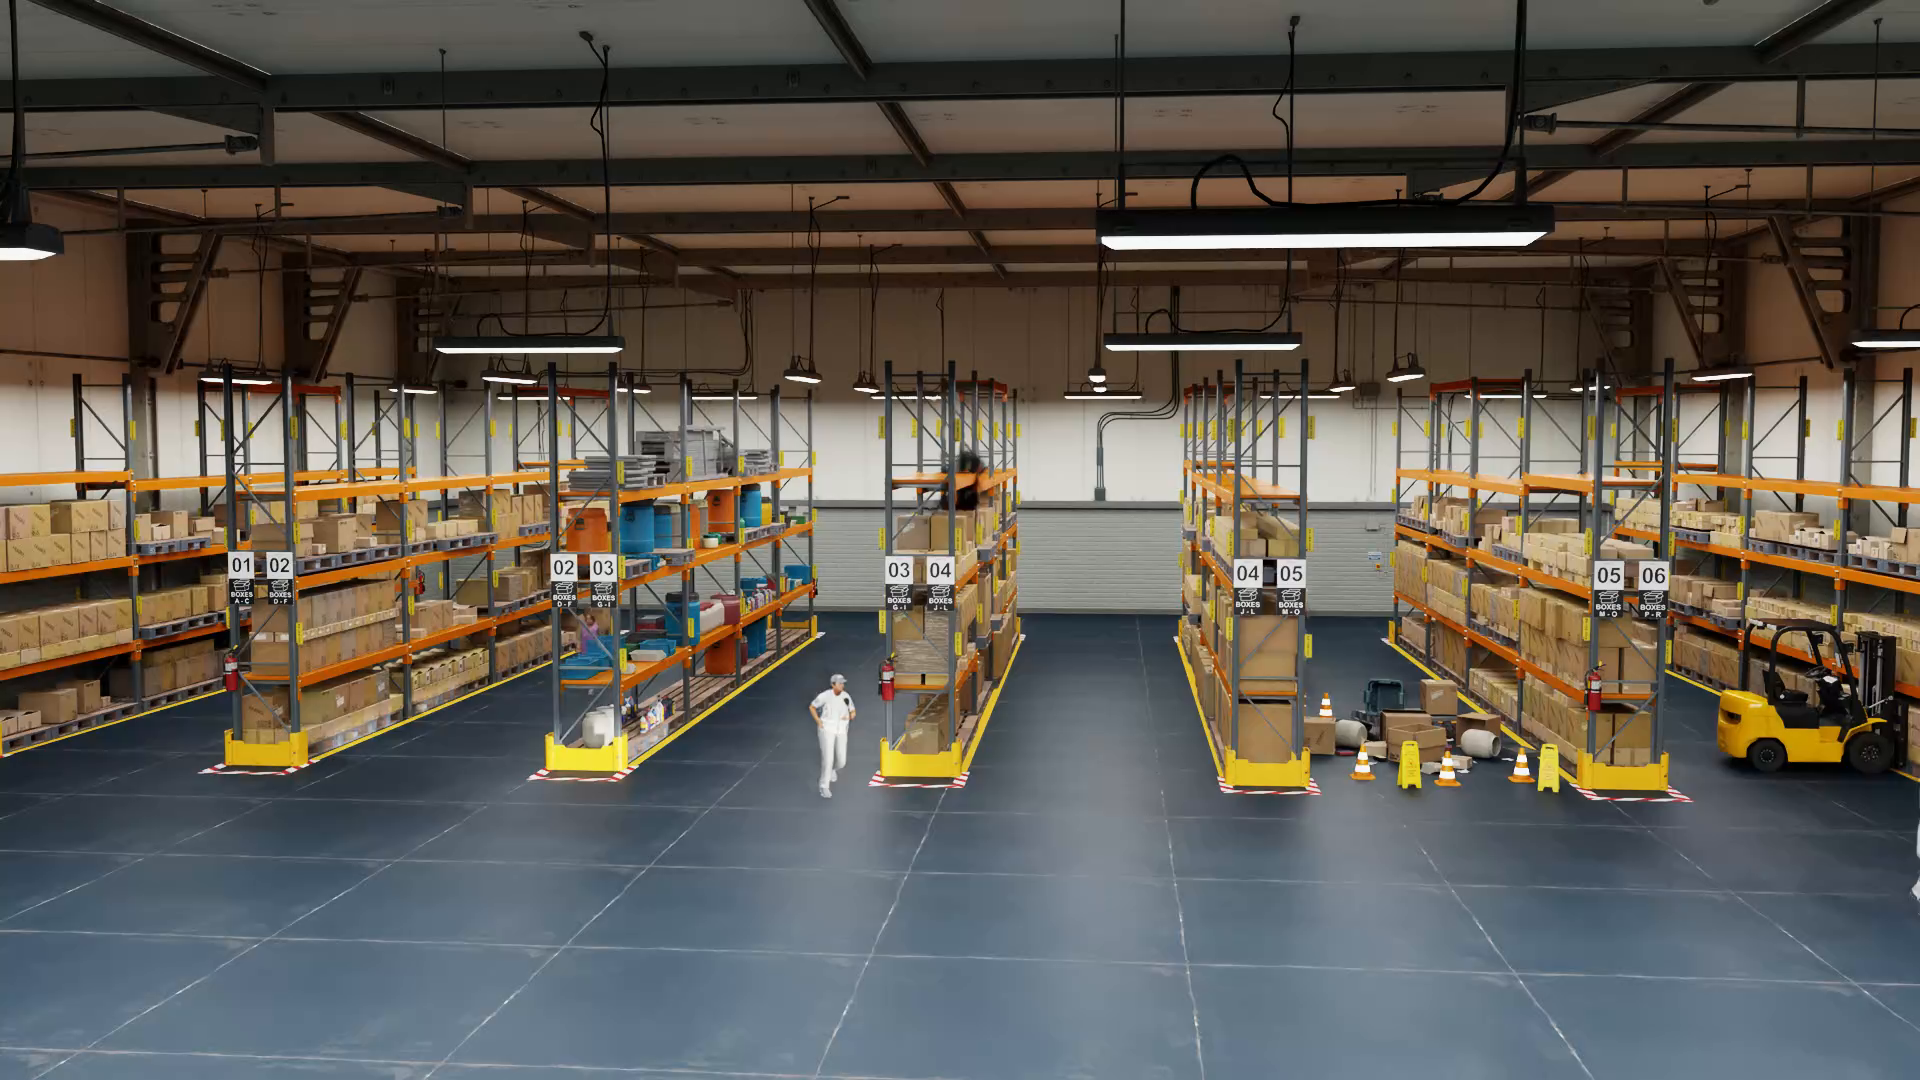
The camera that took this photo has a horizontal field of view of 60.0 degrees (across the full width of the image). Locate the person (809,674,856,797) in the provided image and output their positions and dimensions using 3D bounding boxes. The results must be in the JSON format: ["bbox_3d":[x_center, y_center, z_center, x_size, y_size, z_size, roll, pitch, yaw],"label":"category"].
[{"bbox_3d":[-1.743,2.690,23.161,0.634,1.646,0.842,-2,4,-28],"label":"person"}]

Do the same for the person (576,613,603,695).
[{"bbox_3d":[-7.033,2.153,31.675,0.522,1.554,0.598,0,4,-8],"label":"person"}]

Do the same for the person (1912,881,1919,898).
[{"bbox_3d":[10.061,3.032,16.746,0.738,1.853,0.972,-2,4,-26],"label":"person"}]
